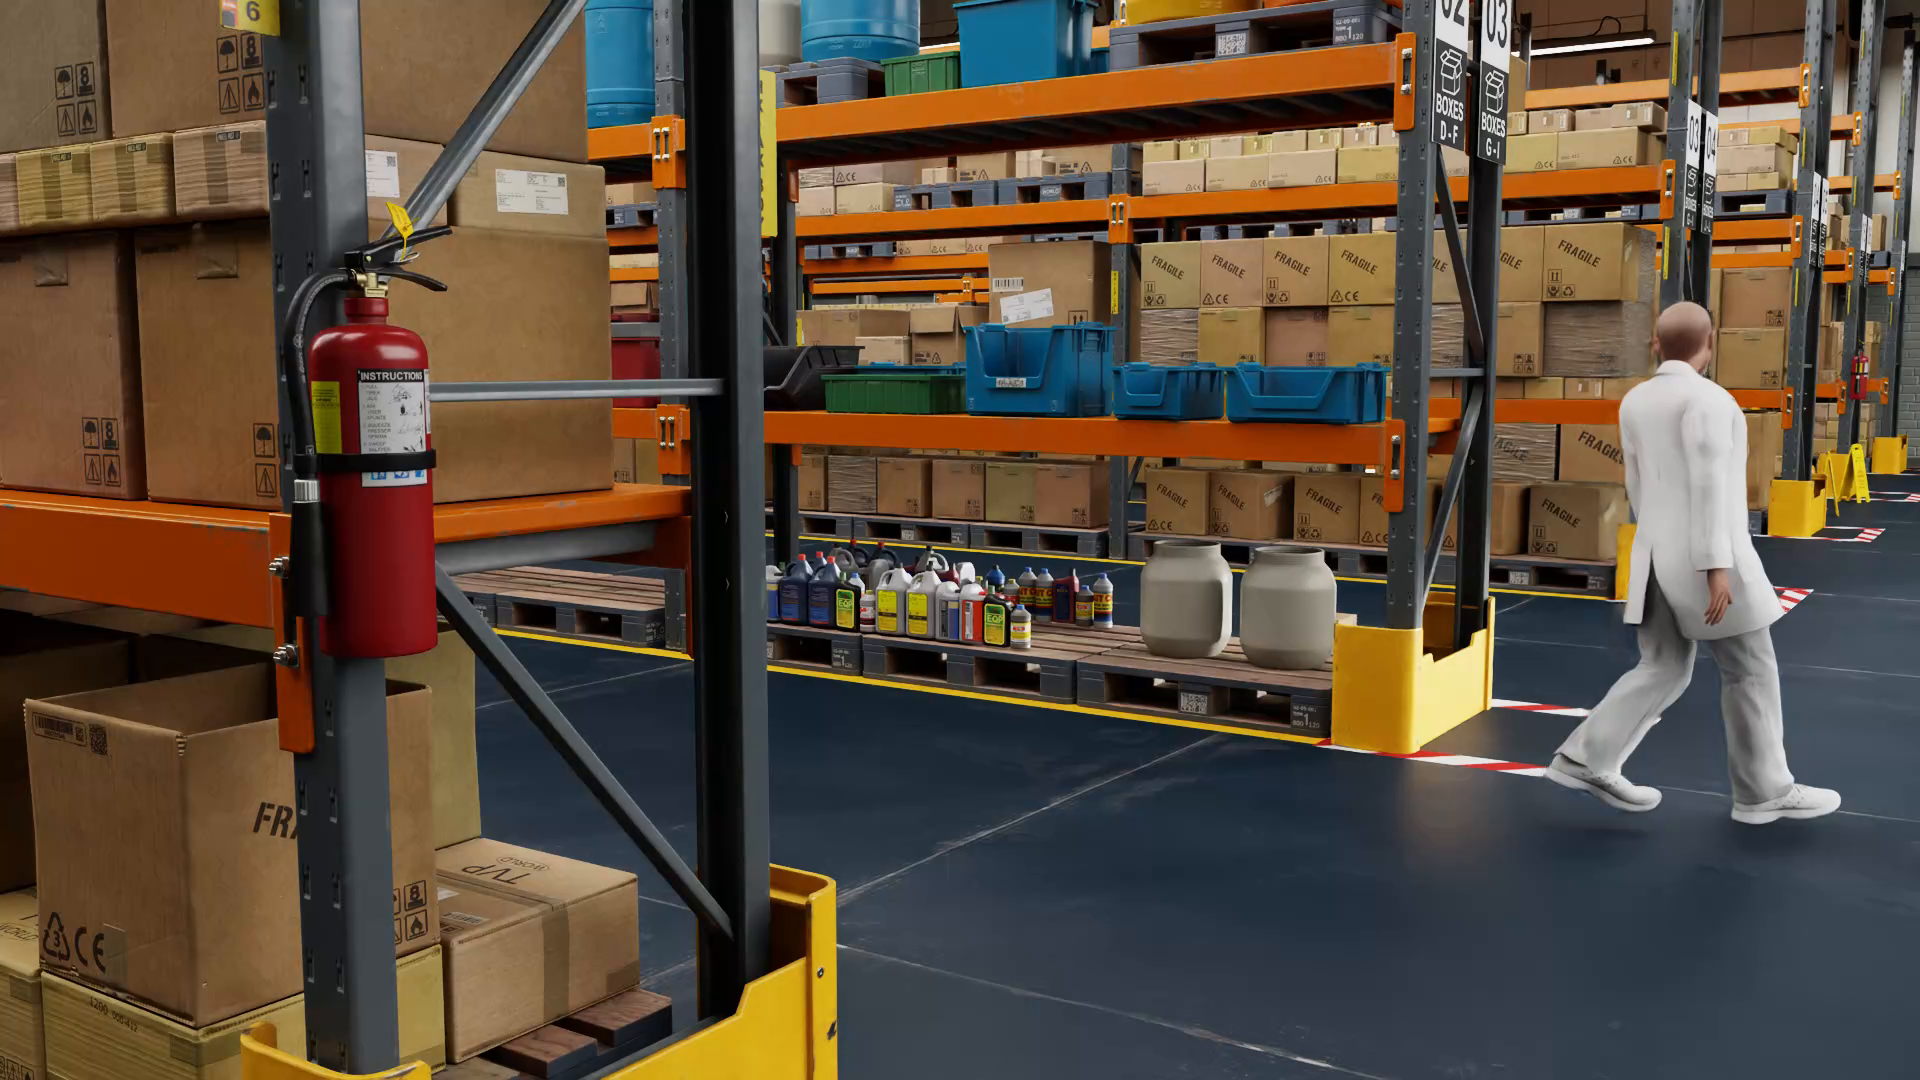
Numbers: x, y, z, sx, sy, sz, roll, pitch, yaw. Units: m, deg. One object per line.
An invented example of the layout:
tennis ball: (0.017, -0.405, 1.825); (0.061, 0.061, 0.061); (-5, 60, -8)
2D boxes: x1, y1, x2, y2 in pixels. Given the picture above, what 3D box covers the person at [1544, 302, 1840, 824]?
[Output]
person: (2.458, 0.072, 5.600); (0.978, 1.737, 0.621); (-1, 6, -13)
